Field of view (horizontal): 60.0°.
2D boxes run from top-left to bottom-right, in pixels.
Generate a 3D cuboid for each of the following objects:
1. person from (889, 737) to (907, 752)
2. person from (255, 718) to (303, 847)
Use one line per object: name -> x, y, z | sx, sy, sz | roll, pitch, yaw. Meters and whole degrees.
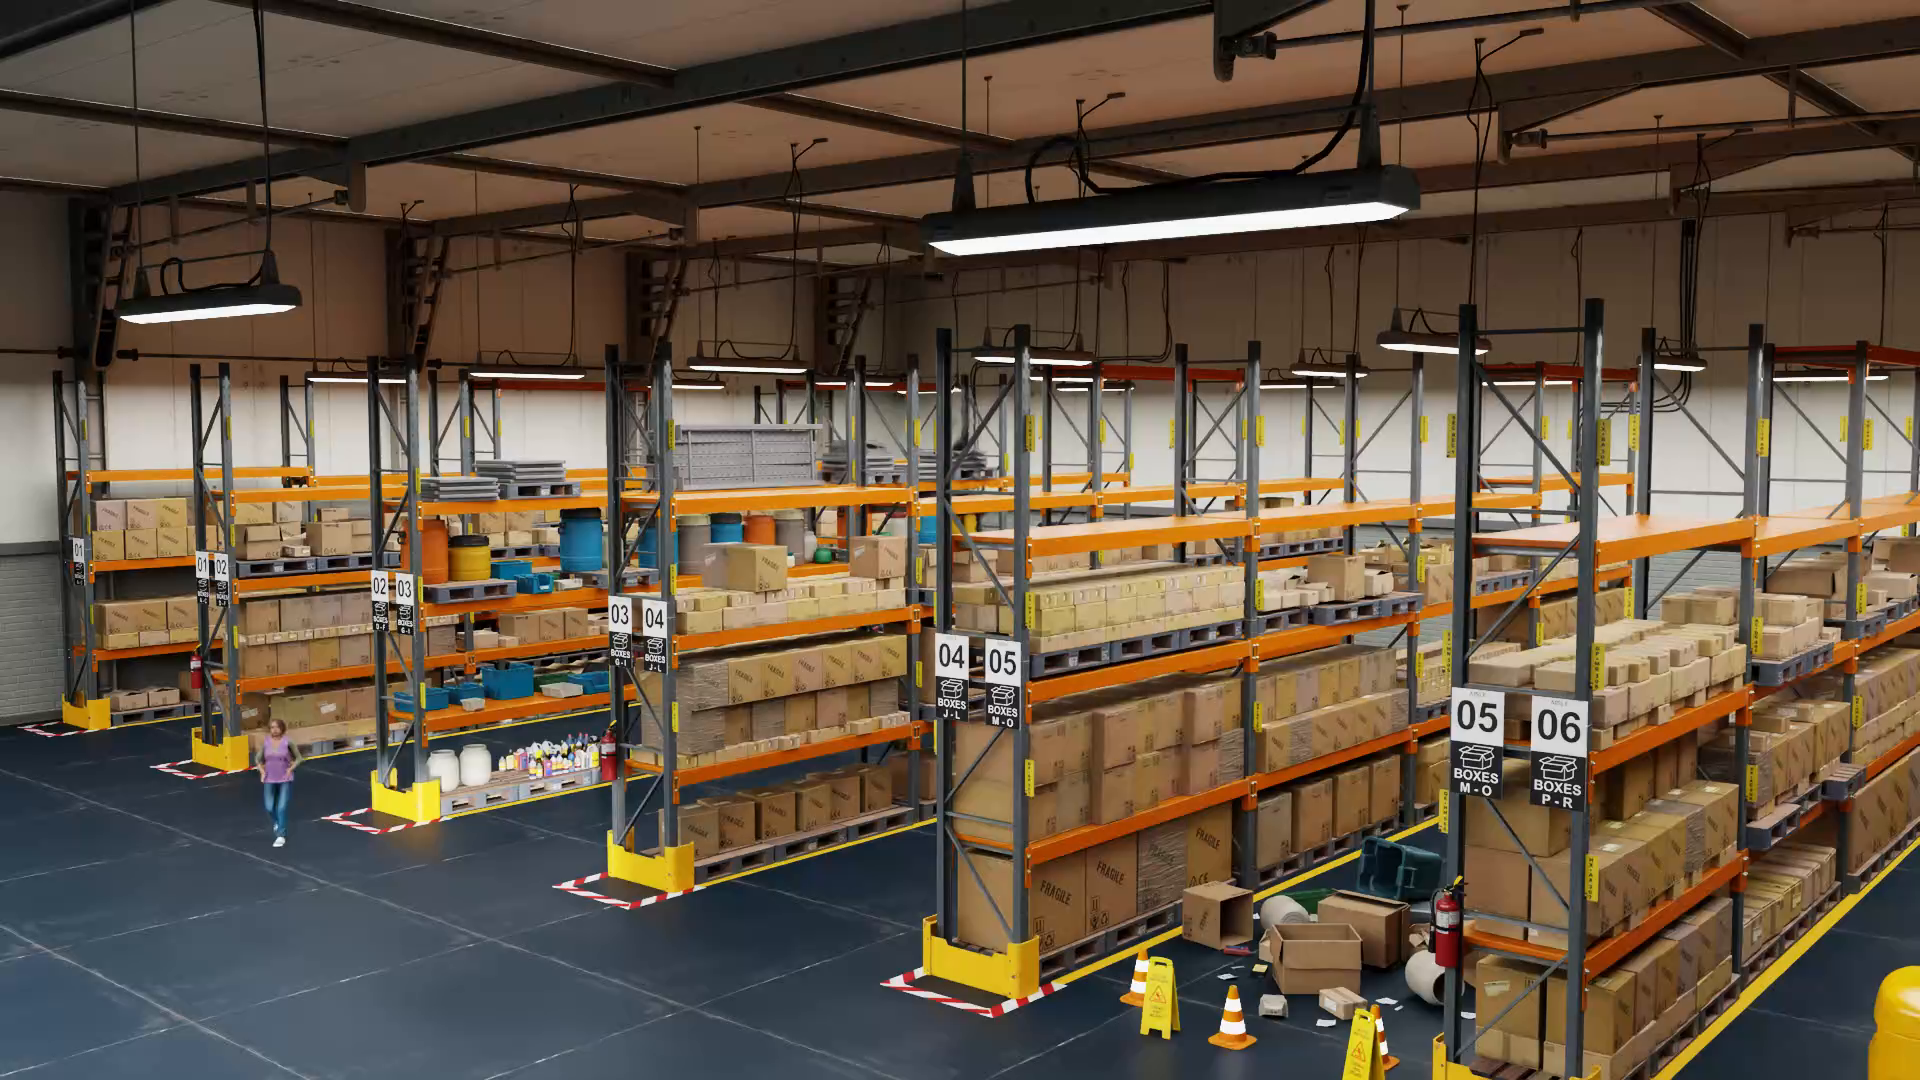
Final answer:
person -> -0.752, 2.578, 24.071 | 0.709, 1.725, 0.640 | 3, 5, 34
person -> -8.276, 2.933, 20.176 | 0.562, 1.555, 0.541 | -1, 4, -11
